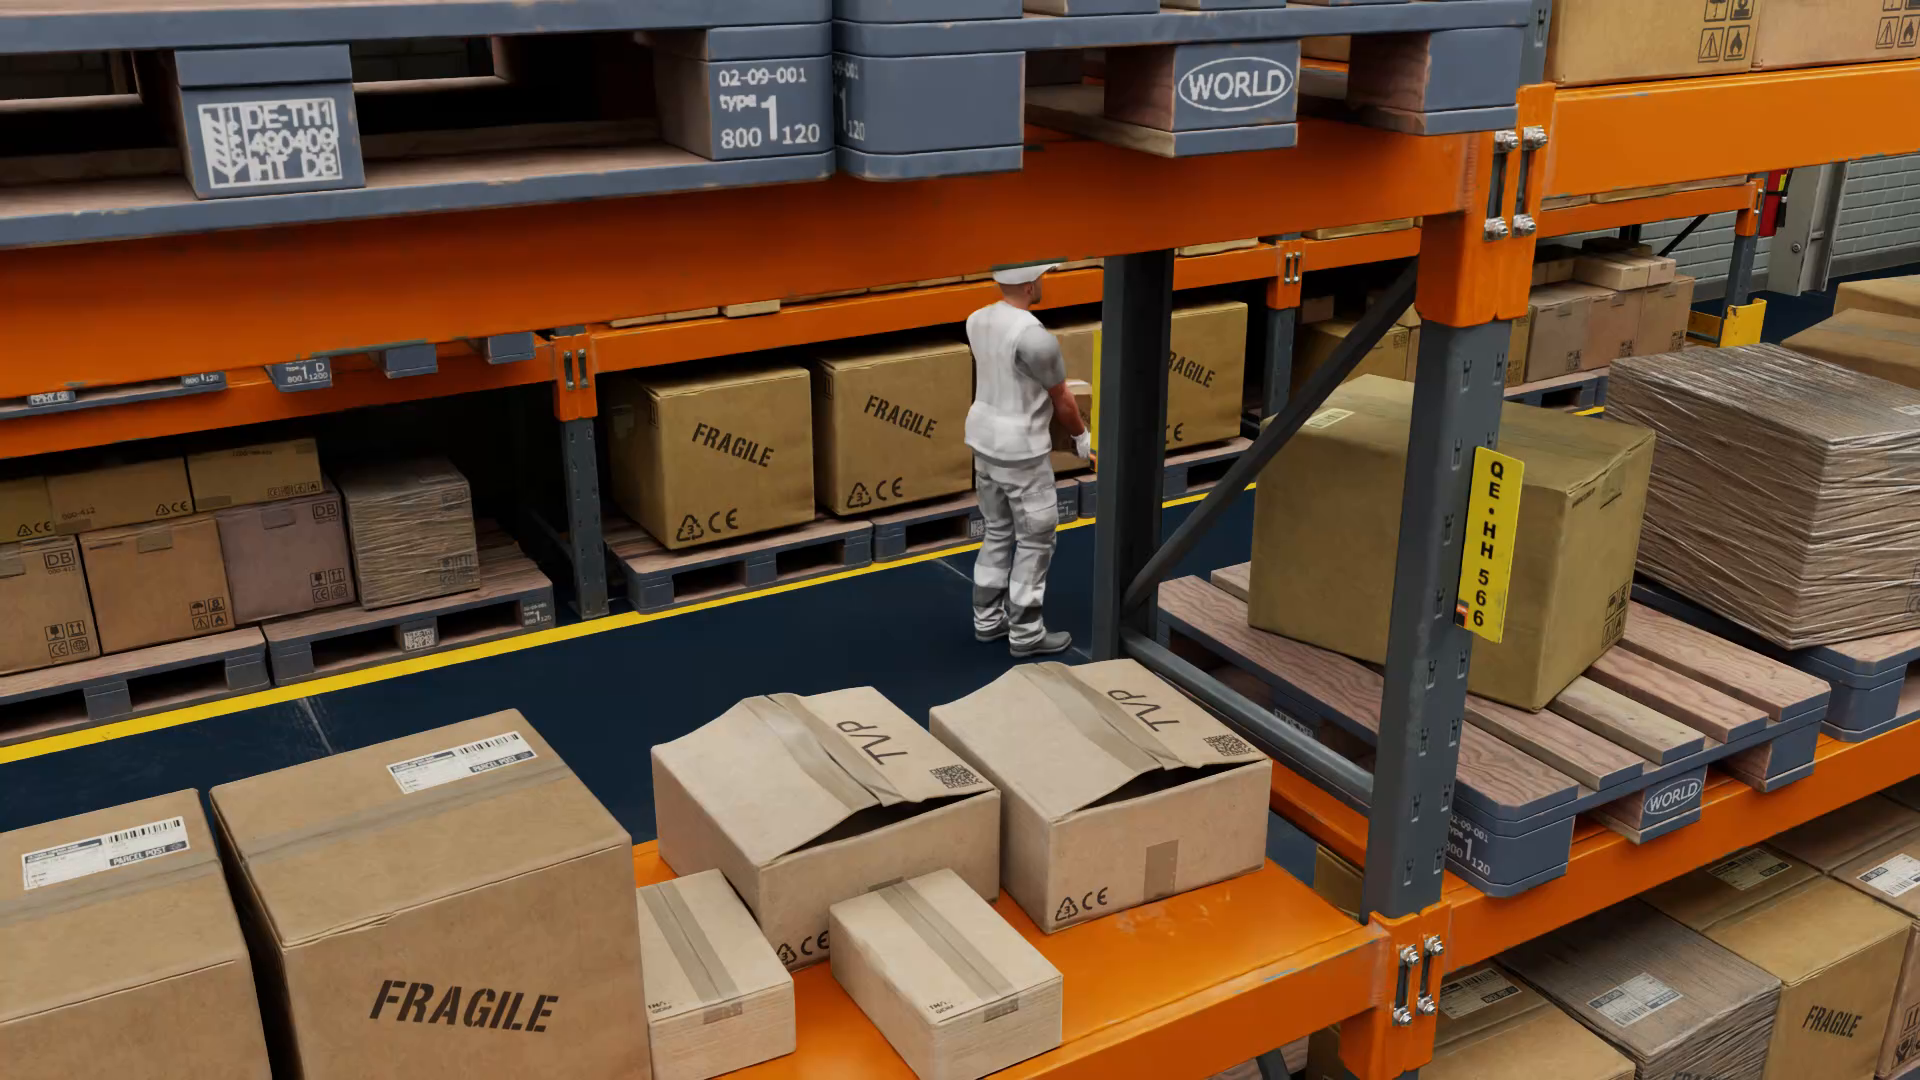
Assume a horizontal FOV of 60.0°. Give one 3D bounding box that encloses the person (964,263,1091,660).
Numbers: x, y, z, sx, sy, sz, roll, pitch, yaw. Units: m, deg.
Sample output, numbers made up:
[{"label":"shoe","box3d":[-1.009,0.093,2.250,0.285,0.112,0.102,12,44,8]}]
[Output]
[{"label":"person","box3d":[0.301,-0.388,7.039,0.560,1.784,0.495,-13,25,-29]}]
